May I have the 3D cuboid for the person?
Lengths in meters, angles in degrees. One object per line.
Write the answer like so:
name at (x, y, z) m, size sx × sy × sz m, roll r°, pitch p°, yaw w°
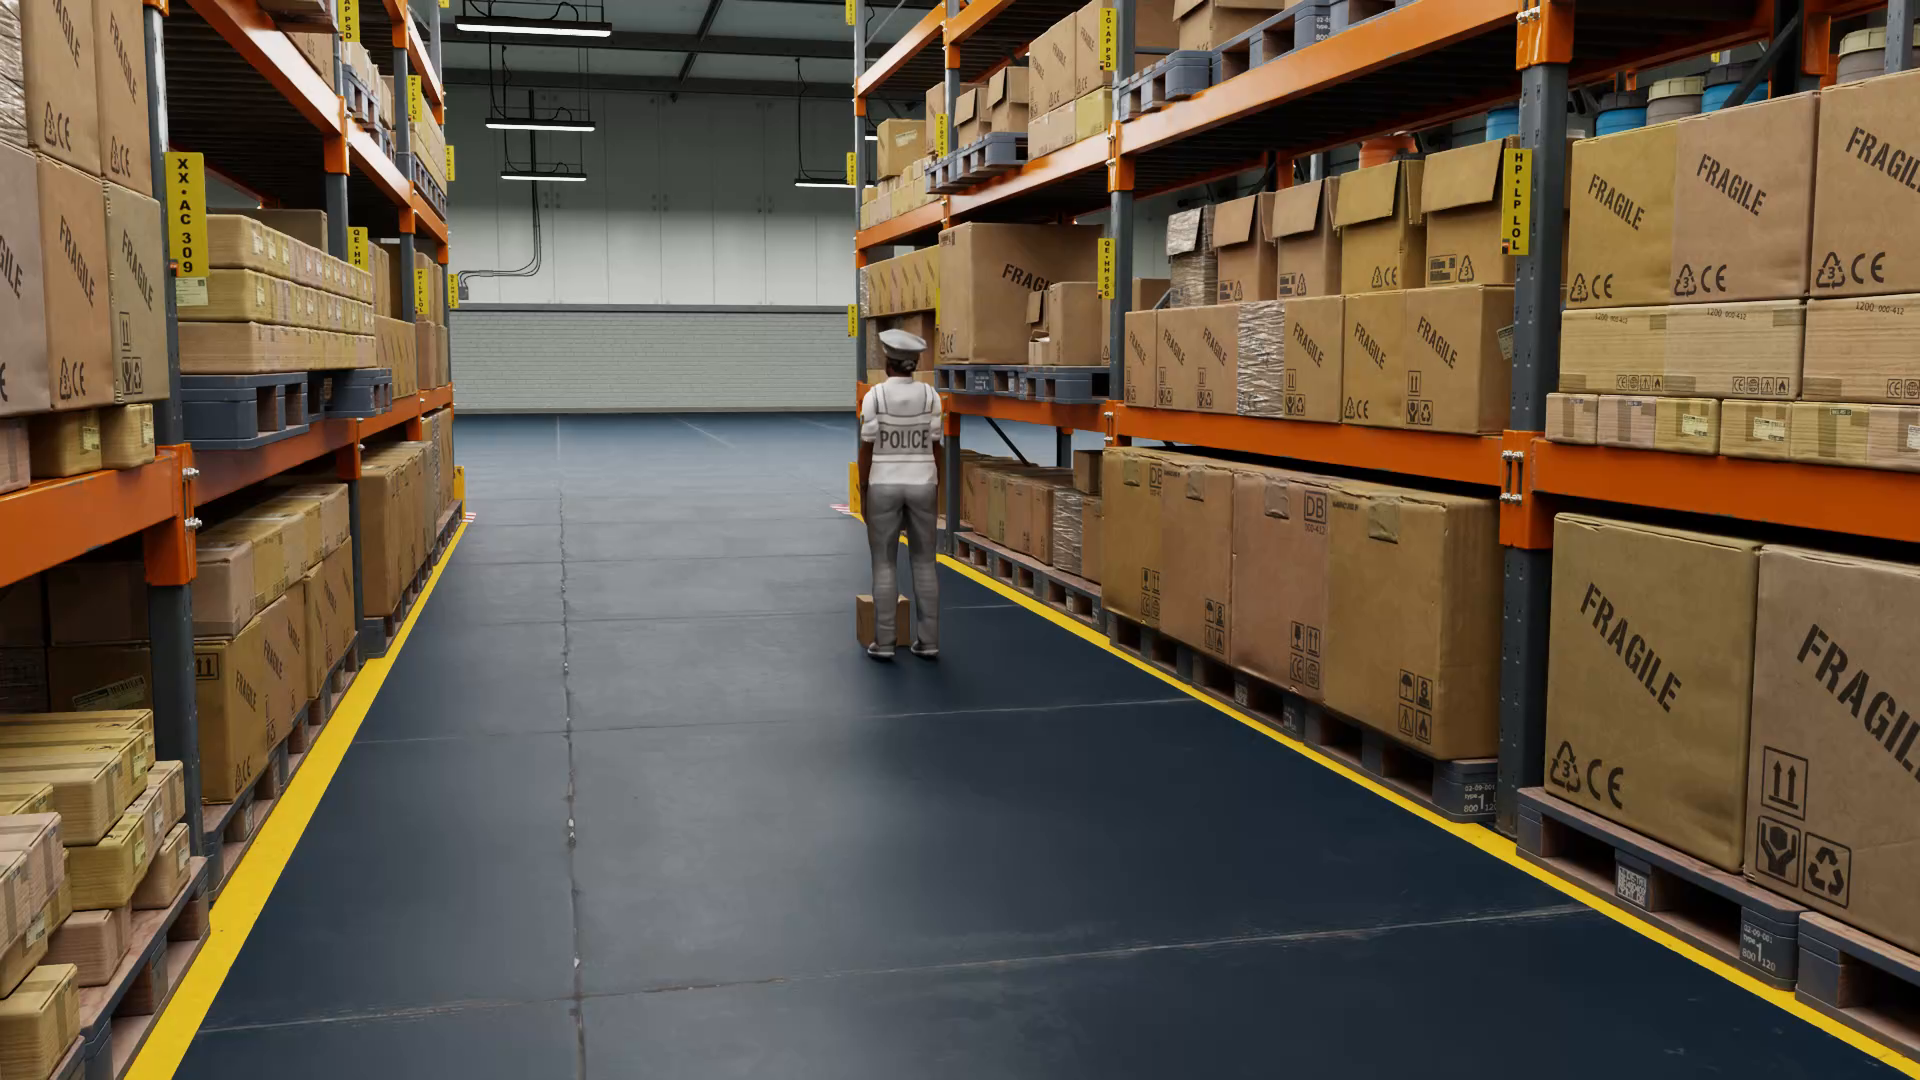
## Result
person at (-0.312, -0.235, 8.577) m, size 0.440 × 1.697 × 0.350 m, roll -1°, pitch 6°, yaw -13°
